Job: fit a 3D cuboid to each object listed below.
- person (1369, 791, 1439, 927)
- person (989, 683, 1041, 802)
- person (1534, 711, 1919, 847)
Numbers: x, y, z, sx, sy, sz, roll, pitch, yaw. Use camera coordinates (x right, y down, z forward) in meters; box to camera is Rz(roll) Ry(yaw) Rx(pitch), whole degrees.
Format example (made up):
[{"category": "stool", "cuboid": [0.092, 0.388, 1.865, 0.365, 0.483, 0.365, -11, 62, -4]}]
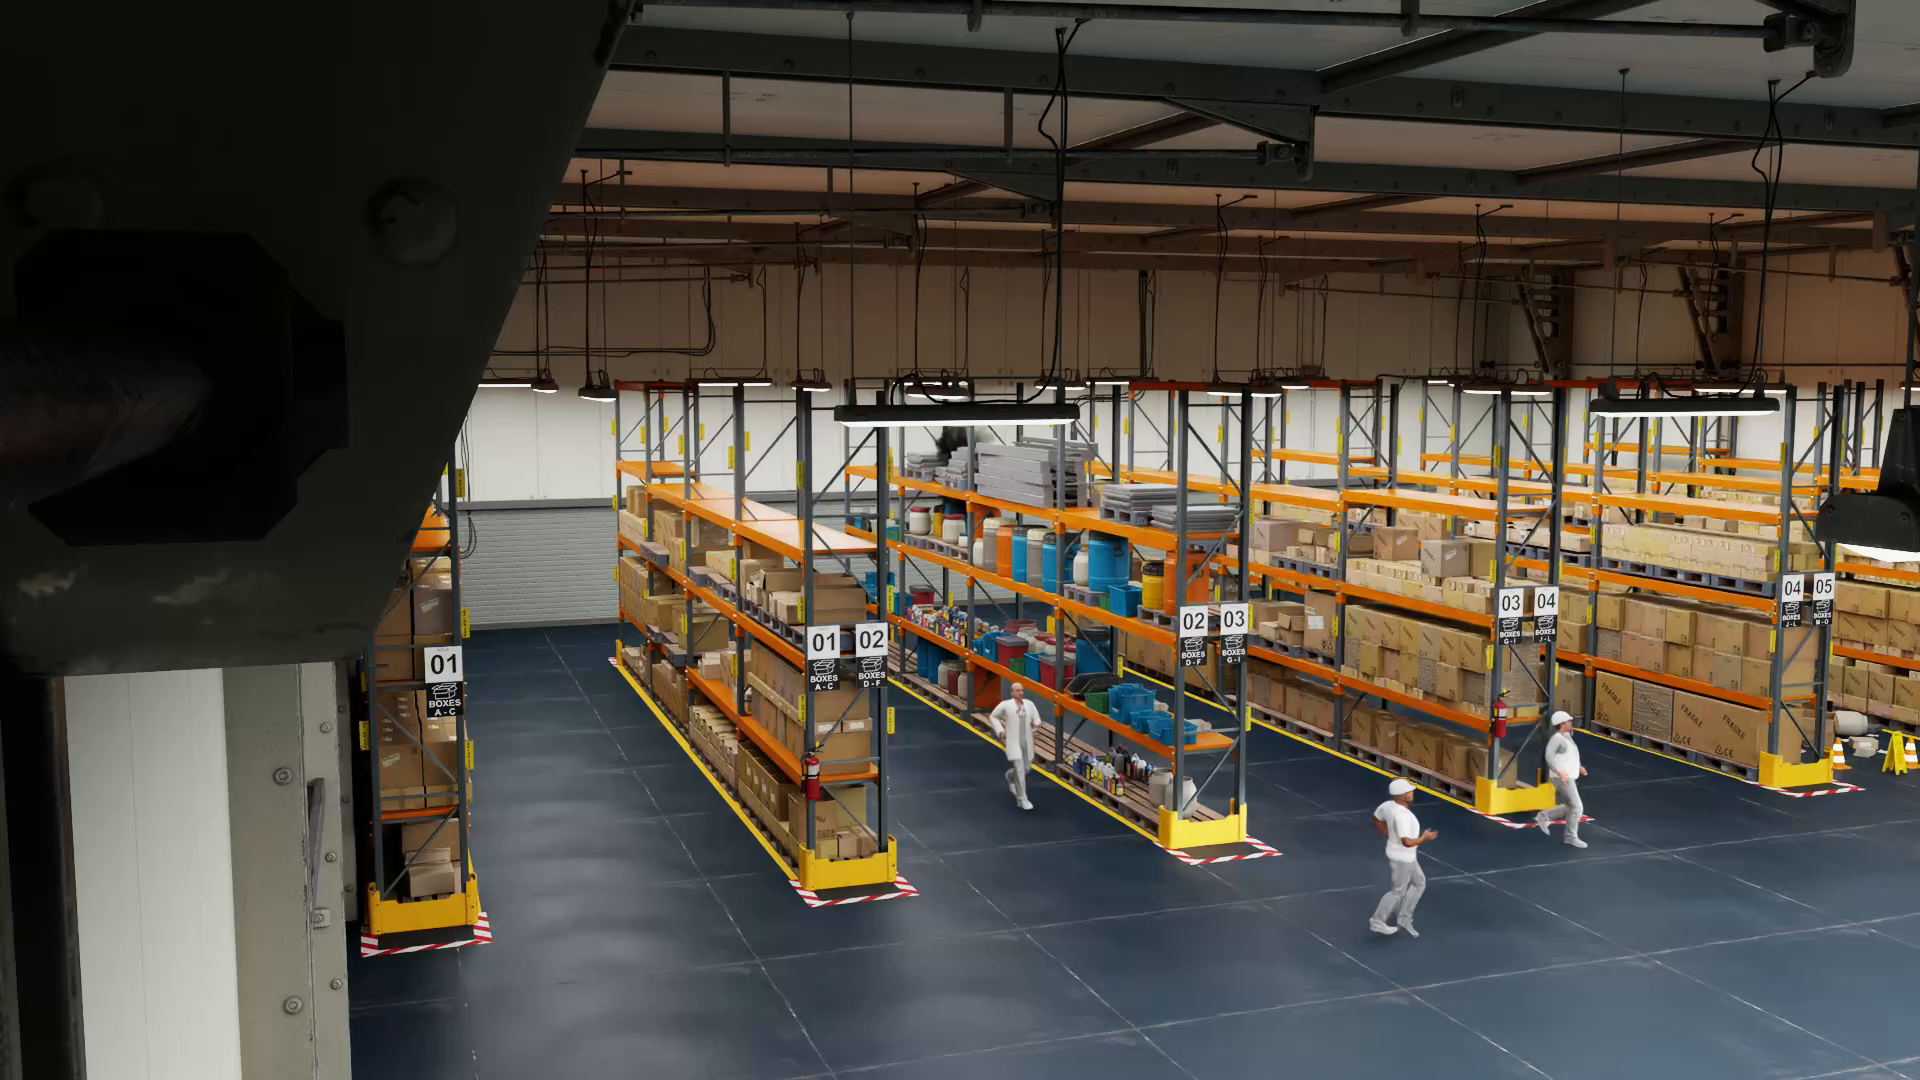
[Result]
[{"category": "person", "cuboid": [4.886, 3.463, 18.324, 0.706, 1.615, 0.673, 1, 6, 8]}, {"category": "person", "cuboid": [0.812, 2.882, 23.913, 0.715, 1.687, 0.834, -3, 7, -24]}, {"category": "person", "cuboid": [4.069, 1.441, 17.964, 11.012, 6.010, 25.503, 4, 7, 31]}]
